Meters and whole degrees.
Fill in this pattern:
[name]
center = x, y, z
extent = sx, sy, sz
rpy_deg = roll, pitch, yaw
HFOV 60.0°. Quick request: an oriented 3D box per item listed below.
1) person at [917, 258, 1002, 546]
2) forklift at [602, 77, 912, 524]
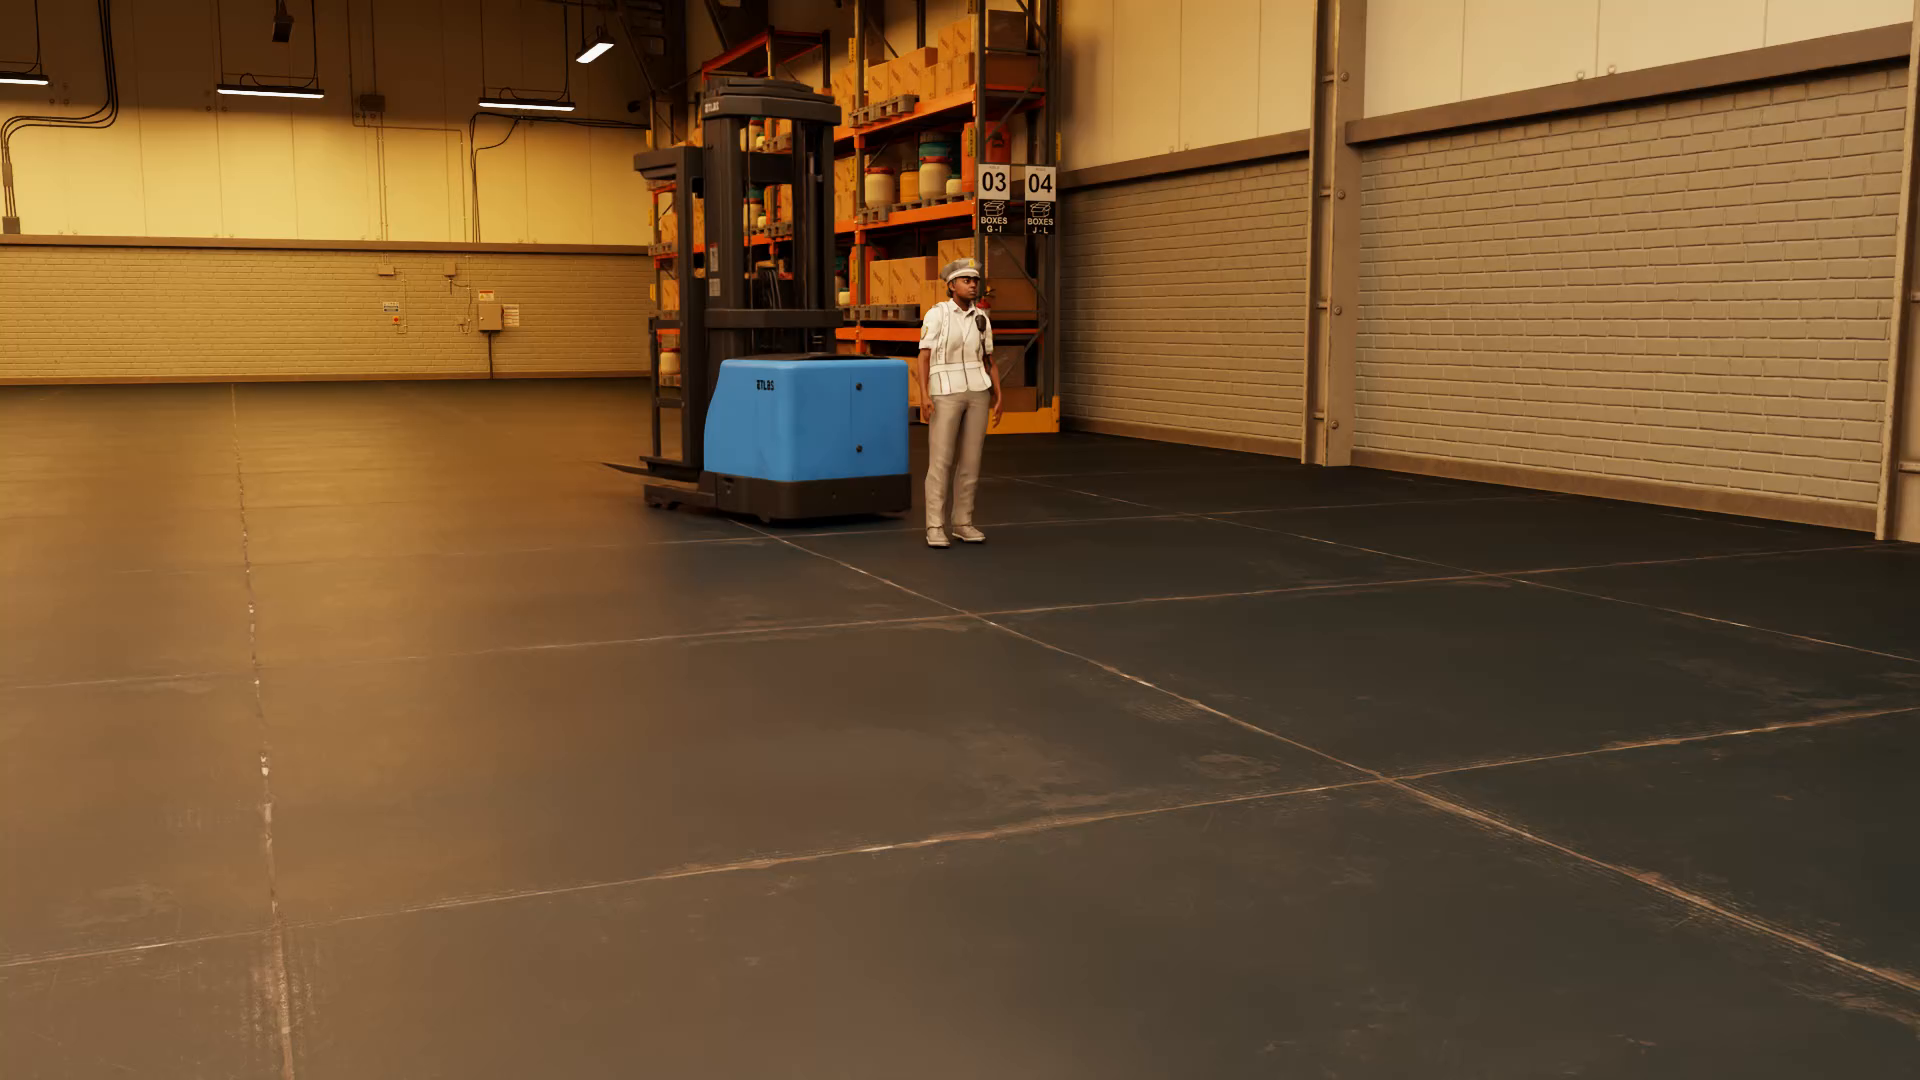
[person]
center = 0.012, -0.837, 9.966
extent = 0.570, 1.695, 0.530
rpy_deg = -3, 8, -23
[forklift]
center = -1.621, -1.706, 11.884
extent = 1.130, 2.935, 3.031
rpy_deg = -6, 9, -37
